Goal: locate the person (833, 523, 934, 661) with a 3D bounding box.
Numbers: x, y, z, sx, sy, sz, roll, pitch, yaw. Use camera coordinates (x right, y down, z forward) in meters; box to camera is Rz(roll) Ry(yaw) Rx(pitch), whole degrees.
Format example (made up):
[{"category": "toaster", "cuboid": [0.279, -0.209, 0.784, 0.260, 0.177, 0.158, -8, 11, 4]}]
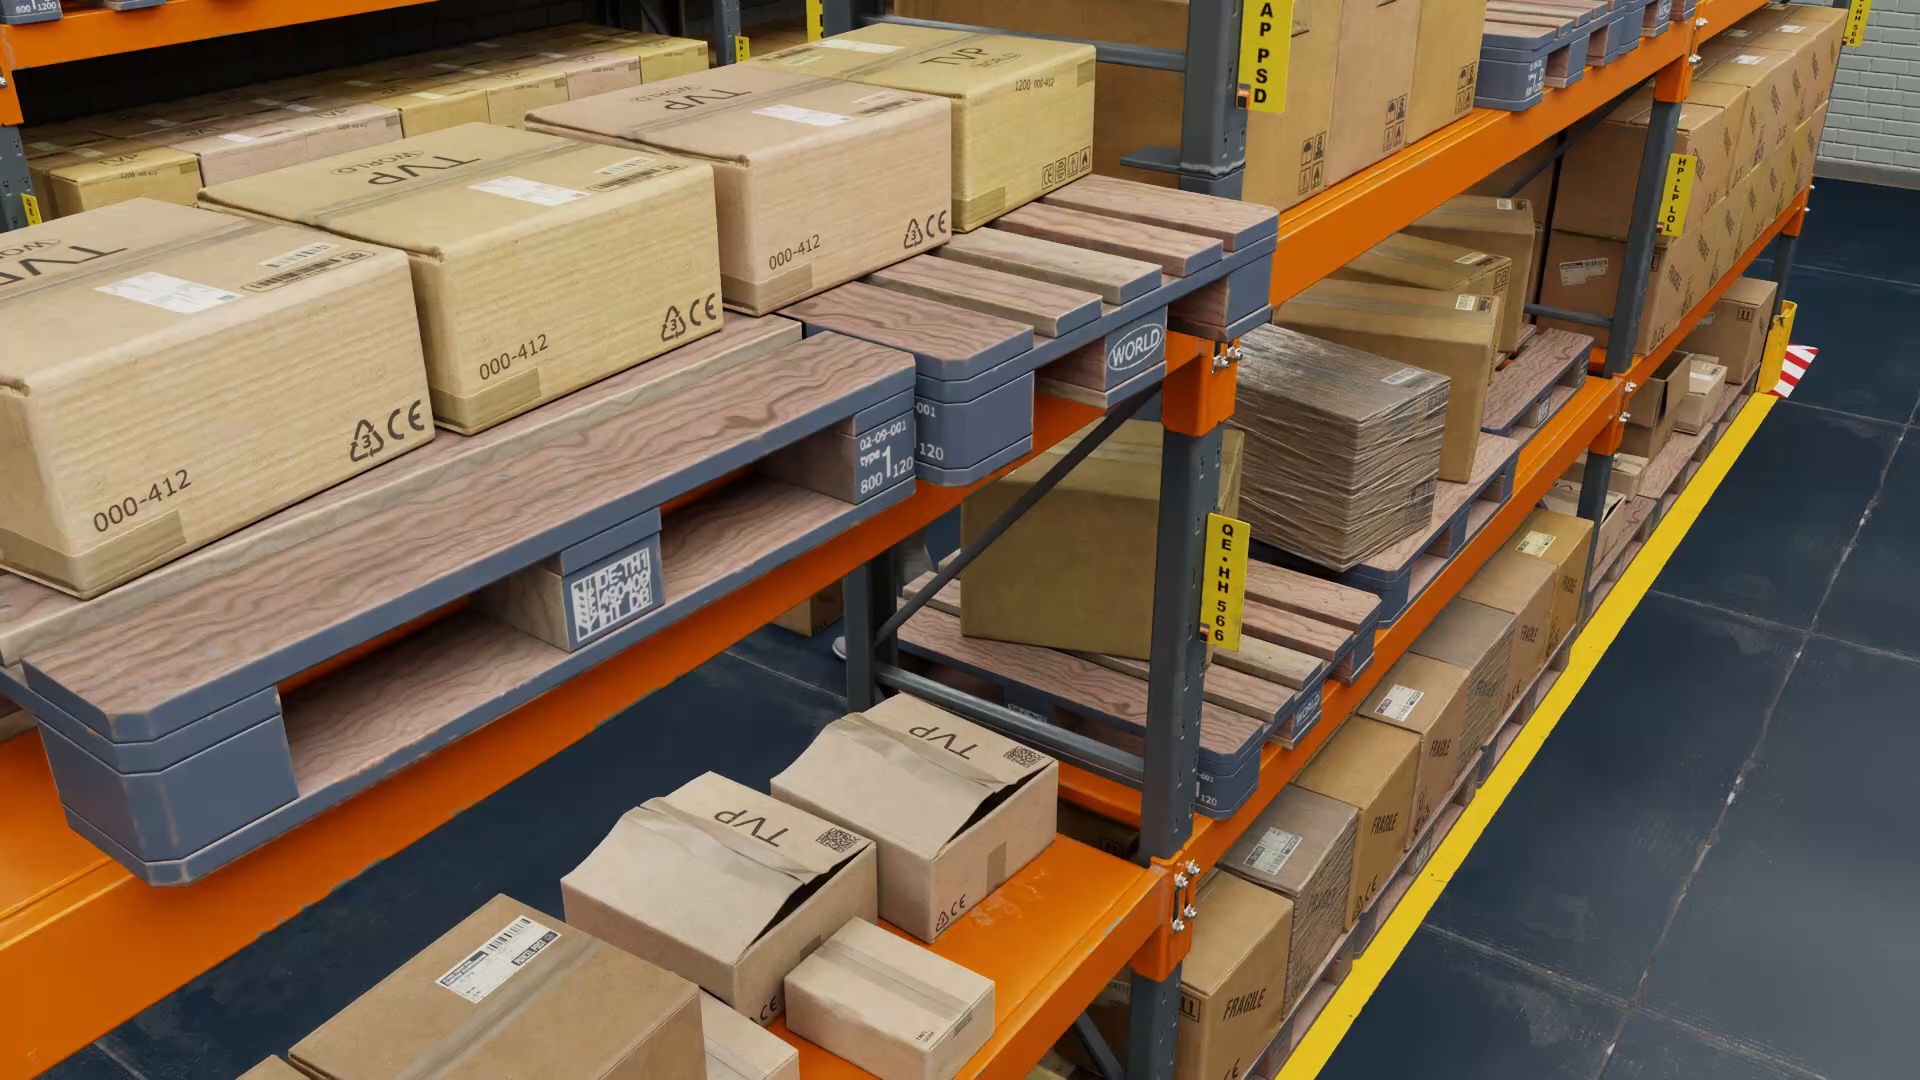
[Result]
[{"category": "person", "cuboid": [-0.332, -0.279, 7.157, 0.405, 1.764, 0.527, 18, 32, 31]}]
